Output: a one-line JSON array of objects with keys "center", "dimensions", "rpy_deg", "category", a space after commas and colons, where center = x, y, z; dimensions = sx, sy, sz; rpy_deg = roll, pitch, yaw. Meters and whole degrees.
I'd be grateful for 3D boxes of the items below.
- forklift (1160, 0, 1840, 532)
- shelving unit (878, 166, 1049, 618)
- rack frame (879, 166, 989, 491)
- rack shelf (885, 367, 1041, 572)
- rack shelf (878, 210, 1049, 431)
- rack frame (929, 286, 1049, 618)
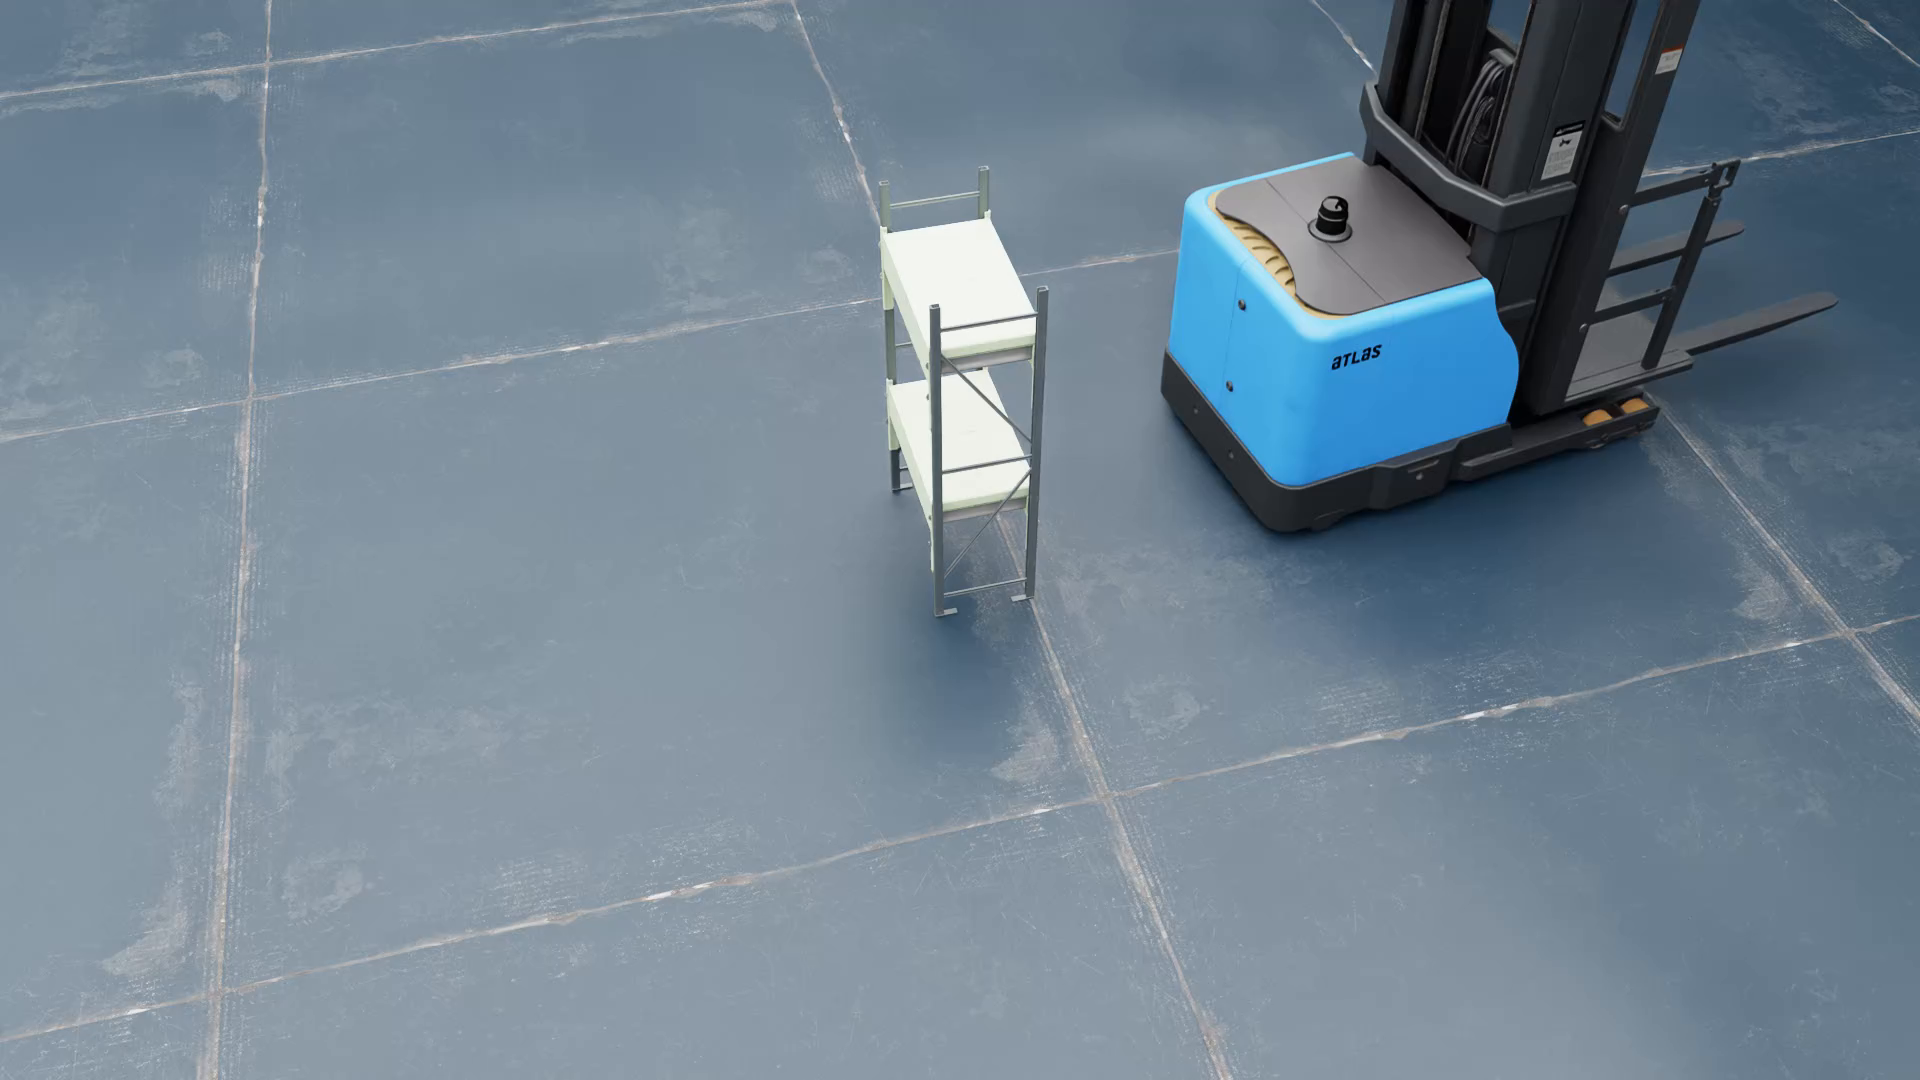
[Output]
[{"center": [2.445, -1.750, 6.413], "dimensions": [3.031, 2.935, 1.130], "rpy_deg": [-17, 48, -16], "category": "forklift"}, {"center": [0.002, -0.520, 6.210], "dimensions": [0.431, 1.500, 0.755], "rpy_deg": [-11, 47, -10], "category": "shelving unit"}, {"center": [-0.092, -0.773, 6.457], "dimensions": [0.400, 1.500, 0.023], "rpy_deg": [-11, 47, -10], "category": "rack frame"}, {"center": [0.002, -0.292, 6.443], "dimensions": [0.431, 0.370, 0.720], "rpy_deg": [-11, 47, -10], "category": "rack shelf"}, {"center": [0.002, -0.793, 5.931], "dimensions": [0.431, 0.370, 0.720], "rpy_deg": [-11, 47, -10], "category": "rack shelf"}, {"center": [0.095, -0.268, 5.962], "dimensions": [0.400, 1.500, 0.023], "rpy_deg": [-11, 47, -10], "category": "rack frame"}]
